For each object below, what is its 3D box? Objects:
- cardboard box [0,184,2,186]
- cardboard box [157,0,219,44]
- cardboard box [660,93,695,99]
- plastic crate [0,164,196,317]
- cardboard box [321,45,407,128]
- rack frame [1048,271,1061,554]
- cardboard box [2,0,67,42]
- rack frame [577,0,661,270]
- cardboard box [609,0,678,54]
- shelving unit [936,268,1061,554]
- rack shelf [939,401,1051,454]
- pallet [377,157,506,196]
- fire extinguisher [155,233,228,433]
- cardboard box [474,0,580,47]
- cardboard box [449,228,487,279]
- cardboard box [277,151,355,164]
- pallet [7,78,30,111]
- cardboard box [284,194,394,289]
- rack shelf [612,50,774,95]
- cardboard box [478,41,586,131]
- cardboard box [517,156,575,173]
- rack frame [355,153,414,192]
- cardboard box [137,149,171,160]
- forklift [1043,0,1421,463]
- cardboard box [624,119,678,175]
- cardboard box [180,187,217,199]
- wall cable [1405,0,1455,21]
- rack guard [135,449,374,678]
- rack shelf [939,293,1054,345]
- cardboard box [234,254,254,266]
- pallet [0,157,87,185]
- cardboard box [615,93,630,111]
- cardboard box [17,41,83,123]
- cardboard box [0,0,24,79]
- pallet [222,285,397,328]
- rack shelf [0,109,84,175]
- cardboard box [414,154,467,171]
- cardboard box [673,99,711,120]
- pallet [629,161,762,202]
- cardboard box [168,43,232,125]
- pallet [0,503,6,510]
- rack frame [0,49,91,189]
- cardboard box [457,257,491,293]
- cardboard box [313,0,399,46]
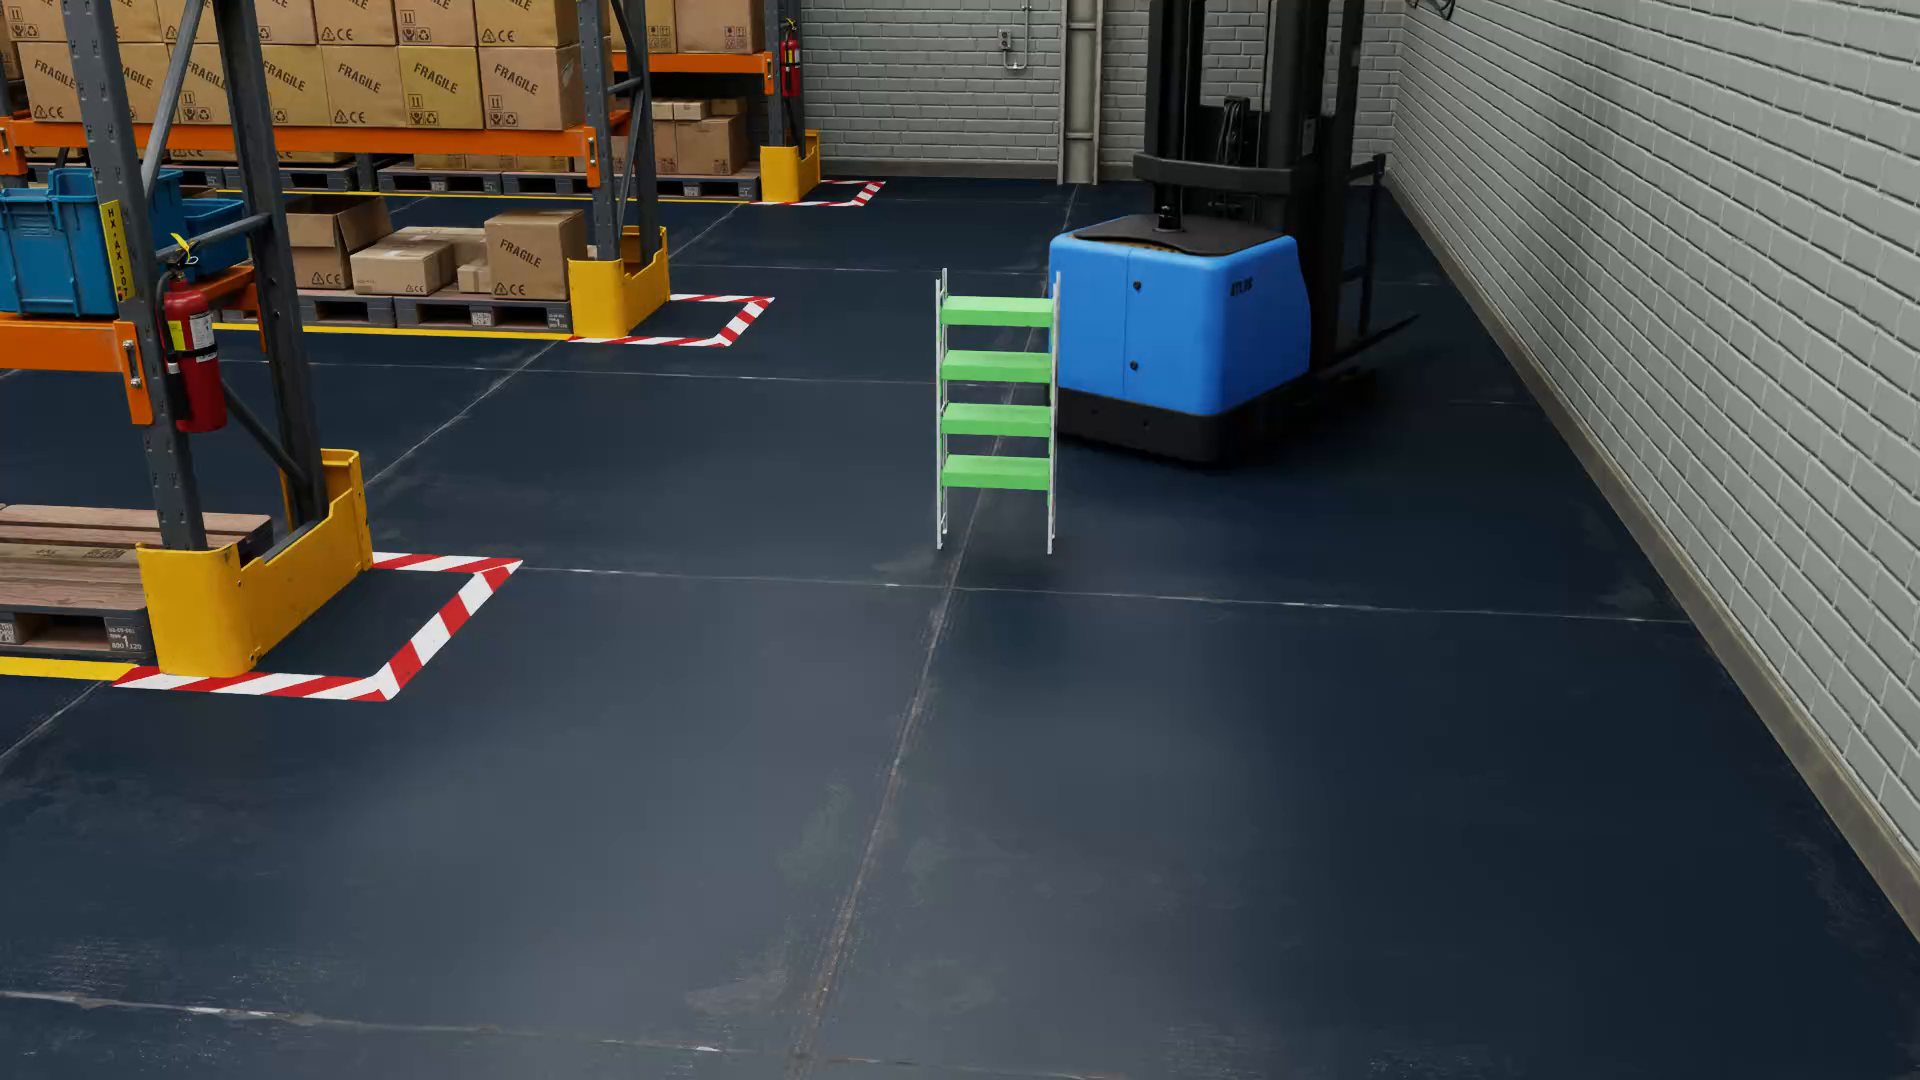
[{"bbox_3d":[-7.155,-2.251,11.855,0.500,0.500,0.500,3,22,7],"label":"cardboard box"},{"bbox_3d":[-4.715,-3.424,10.524,0.500,0.500,0.500,2,22,5],"label":"cardboard box"},{"bbox_3d":[-2.683,-4.133,15.761,0.250,0.149,0.380,3,22,6],"label":"cardboard box"},{"bbox_3d":[-3.141,-1.089,5.985,0.499,0.435,0.616,2,22,6],"label":"plastic crate"},{"bbox_3d":[-3.687,-2.918,10.605,0.500,0.500,0.500,3,22,7],"label":"cardboard box"},{"bbox_3d":[0.407,-0.540,7.174,0.015,1.200,0.240,2,22,6],"label":"rack frame"},{"bbox_3d":[-5.737,-3.468,10.637,0.500,0.500,0.500,3,22,8],"label":"cardboard box"},{"bbox_3d":[-2.200,-2.907,10.713,0.127,3.000,1.000,2,22,6],"label":"rack frame"},{"bbox_3d":[-2.852,-4.901,15.348,0.700,0.700,0.980,2,22,6],"label":"cardboard box"},{"bbox_3d":[0.164,-0.551,7.201,0.503,1.200,0.258,2,22,6],"label":"shelving unit"},{"bbox_3d":[0.164,-0.491,7.225,0.480,0.148,0.258,2,22,6],"label":"rack shelf"},{"bbox_3d":[-4.847,-3.530,16.083,1.213,0.211,1.003,2,22,6],"label":"pallet"},{"bbox_3d":[-2.690,-0.717,5.785,0.183,0.674,0.296,2,22,6],"label":"fire extinguisher"},{"bbox_3d":[-2.674,-3.337,10.305,0.500,0.500,0.500,2,22,6],"label":"cardboard box"},{"bbox_3d":[-3.203,-1.981,11.513,0.500,0.250,0.500,2,22,6],"label":"cardboard box"},{"bbox_3d":[-6.254,-4.065,15.995,0.750,0.750,0.750,3,22,7],"label":"cardboard box"},{"bbox_3d":[-6.953,-3.065,11.374,1.213,0.211,1.003,2,22,6],"label":"pallet"},{"bbox_3d":[-4.306,-2.044,11.328,0.637,0.503,0.797,2,22,6],"label":"cardboard box"},{"bbox_3d":[-3.607,-4.468,15.639,4.000,0.370,1.077,2,22,6],"label":"rack shelf"},{"bbox_3d":[-2.677,-2.873,10.492,0.500,0.500,0.500,3,22,8],"label":"cardboard box"},{"bbox_3d":[-3.854,-3.806,15.815,0.500,0.500,0.700,3,22,8],"label":"cardboard box"},{"bbox_3d":[-5.593,-4.889,15.725,0.127,3.000,1.000,2,22,6],"label":"rack frame"},{"bbox_3d":[-7.981,-4.137,16.178,0.750,0.750,0.750,2,22,6],"label":"cardboard box"},{"bbox_3d":[1.725,-2.223,9.075,1.130,2.935,3.031,15,26,34],"label":"forklift"},{"bbox_3d":[-2.825,-3.764,15.709,0.500,0.500,0.700,2,22,6],"label":"cardboard box"},{"bbox_3d":[-5.573,-2.201,11.729,0.500,0.500,0.500,2,22,6],"label":"cardboard box"},{"bbox_3d":[3.954,-5.686,13.807,0.112,2.526,3.097,2,22,6],"label":"wall cable"},{"bbox_3d":[-2.761,0.060,6.607,0.348,0.500,1.175,2,22,6],"label":"rack guard"},{"bbox_3d":[0.164,-0.938,7.048,0.480,0.148,0.258,2,22,6],"label":"rack shelf"},{"bbox_3d":[-4.921,-1.836,11.259,0.250,0.166,0.380,2,22,6],"label":"cardboard box"},{"bbox_3d":[-8.791,-3.703,16.520,1.213,0.211,1.003,2,22,6],"label":"pallet"},{"bbox_3d":[-3.184,-4.155,15.816,0.250,0.149,0.380,3,22,7],"label":"cardboard box"},{"bbox_3d":[-5.698,-3.005,10.825,0.500,0.500,0.500,3,22,8],"label":"cardboard box"},{"bbox_3d":[-6.616,-3.424,11.313,0.500,0.500,0.700,-5,22,-12],"label":"cardboard box"},{"bbox_3d":[-4.275,-1.701,11.456,1.213,0.211,1.003,2,22,6],"label":"pallet"},{"bbox_3d":[-8.158,-2.832,11.501,4.000,0.370,1.077,2,22,6],"label":"rack shelf"},{"bbox_3d":[-4.862,-3.852,15.931,0.500,0.500,0.700,3,22,7],"label":"cardboard box"},{"bbox_3d":[-2.477,-3.983,15.381,0.250,0.149,0.380,2,22,6],"label":"cardboard box"},{"bbox_3d":[-2.424,-3.425,15.816,1.213,0.211,1.003,2,22,6],"label":"pallet"},{"bbox_3d":[-4.693,-2.961,10.715,0.500,0.500,0.500,2,22,6],"label":"cardboard box"},{"bbox_3d":[-4.809,0.095,6.913,1.213,0.211,1.003,2,22,6],"label":"pallet"},{"bbox_3d":[-6.172,-3.080,11.150,0.127,3.000,1.000,2,22,6],"label":"rack frame"},{"bbox_3d":[-3.161,-1.778,11.112,0.250,0.166,0.380,2,22,6],"label":"cardboard box"},{"bbox_3d":[-3.692,-3.379,10.412,0.500,0.500,0.500,3,22,8],"label":"cardboard box"}]
